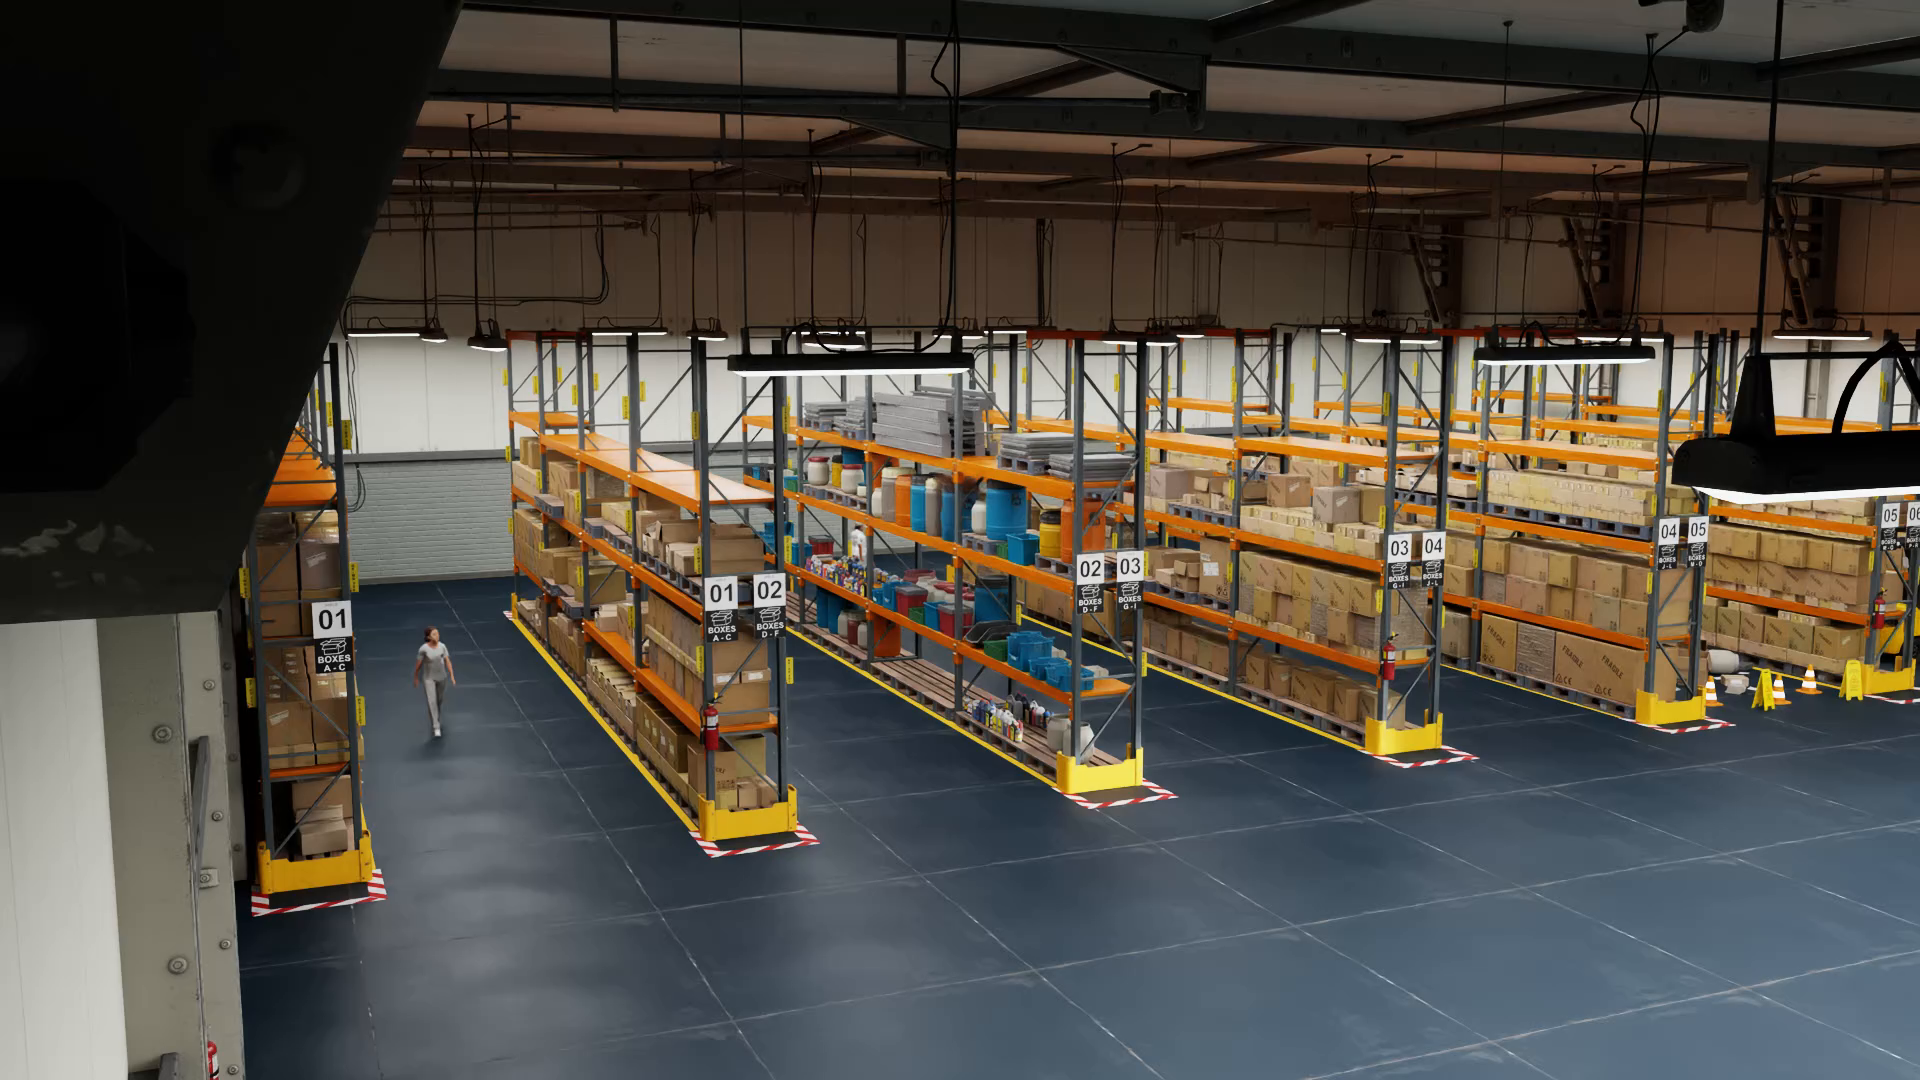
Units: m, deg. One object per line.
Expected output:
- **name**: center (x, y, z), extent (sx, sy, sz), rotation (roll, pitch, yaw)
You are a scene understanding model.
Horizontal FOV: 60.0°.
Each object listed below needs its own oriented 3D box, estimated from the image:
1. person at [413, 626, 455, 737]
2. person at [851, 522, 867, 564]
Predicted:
- **person**: center (-7.953, 2.099, 25.158), extent (0.544, 1.603, 1.072), rotation (-5, 9, -32)
- **person**: center (-2.297, 0.409, 37.660), extent (0.447, 1.716, 0.542), rotation (-5, 9, -33)
